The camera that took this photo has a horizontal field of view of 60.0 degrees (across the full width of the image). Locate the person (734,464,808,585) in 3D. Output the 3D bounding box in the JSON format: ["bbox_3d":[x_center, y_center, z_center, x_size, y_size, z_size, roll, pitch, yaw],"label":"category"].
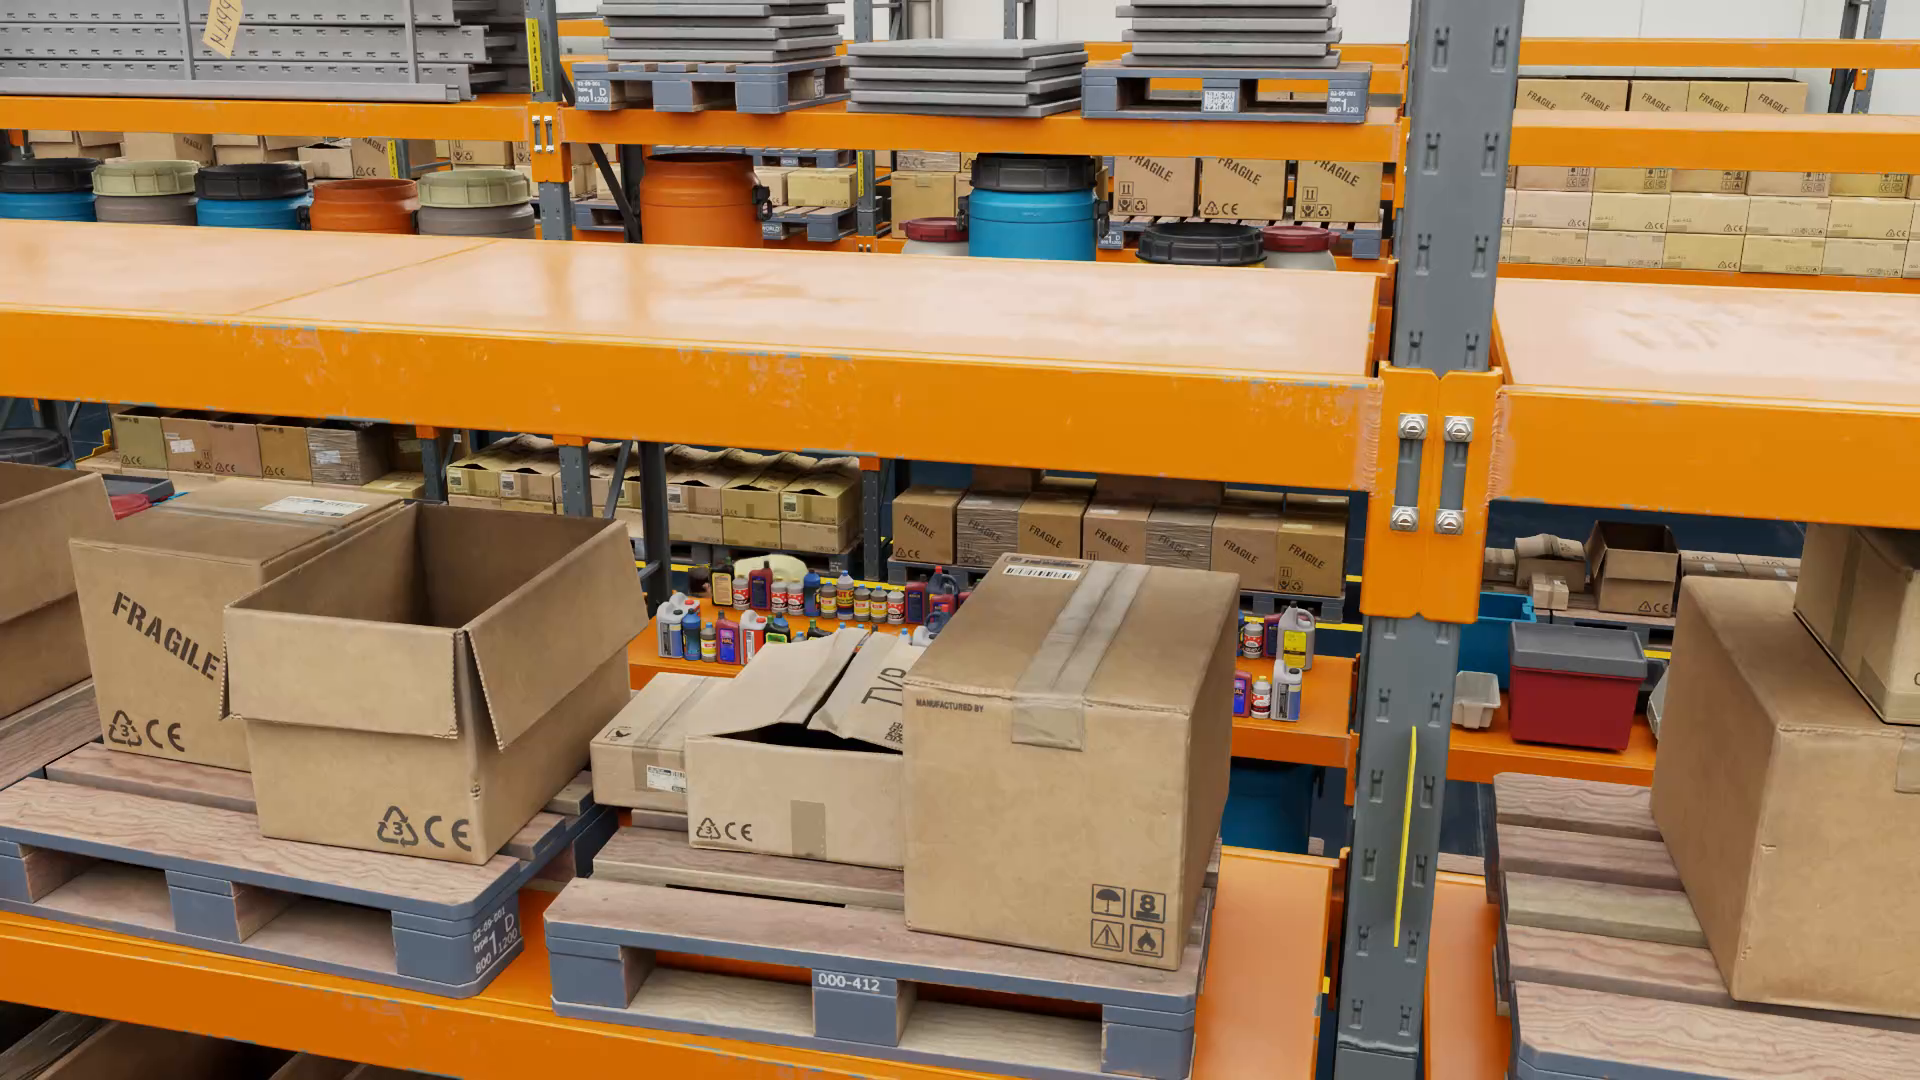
[{"bbox_3d":[-1.271,0.281,11.234,0.558,1.664,0.425,5,19,15],"label":"person"}]
